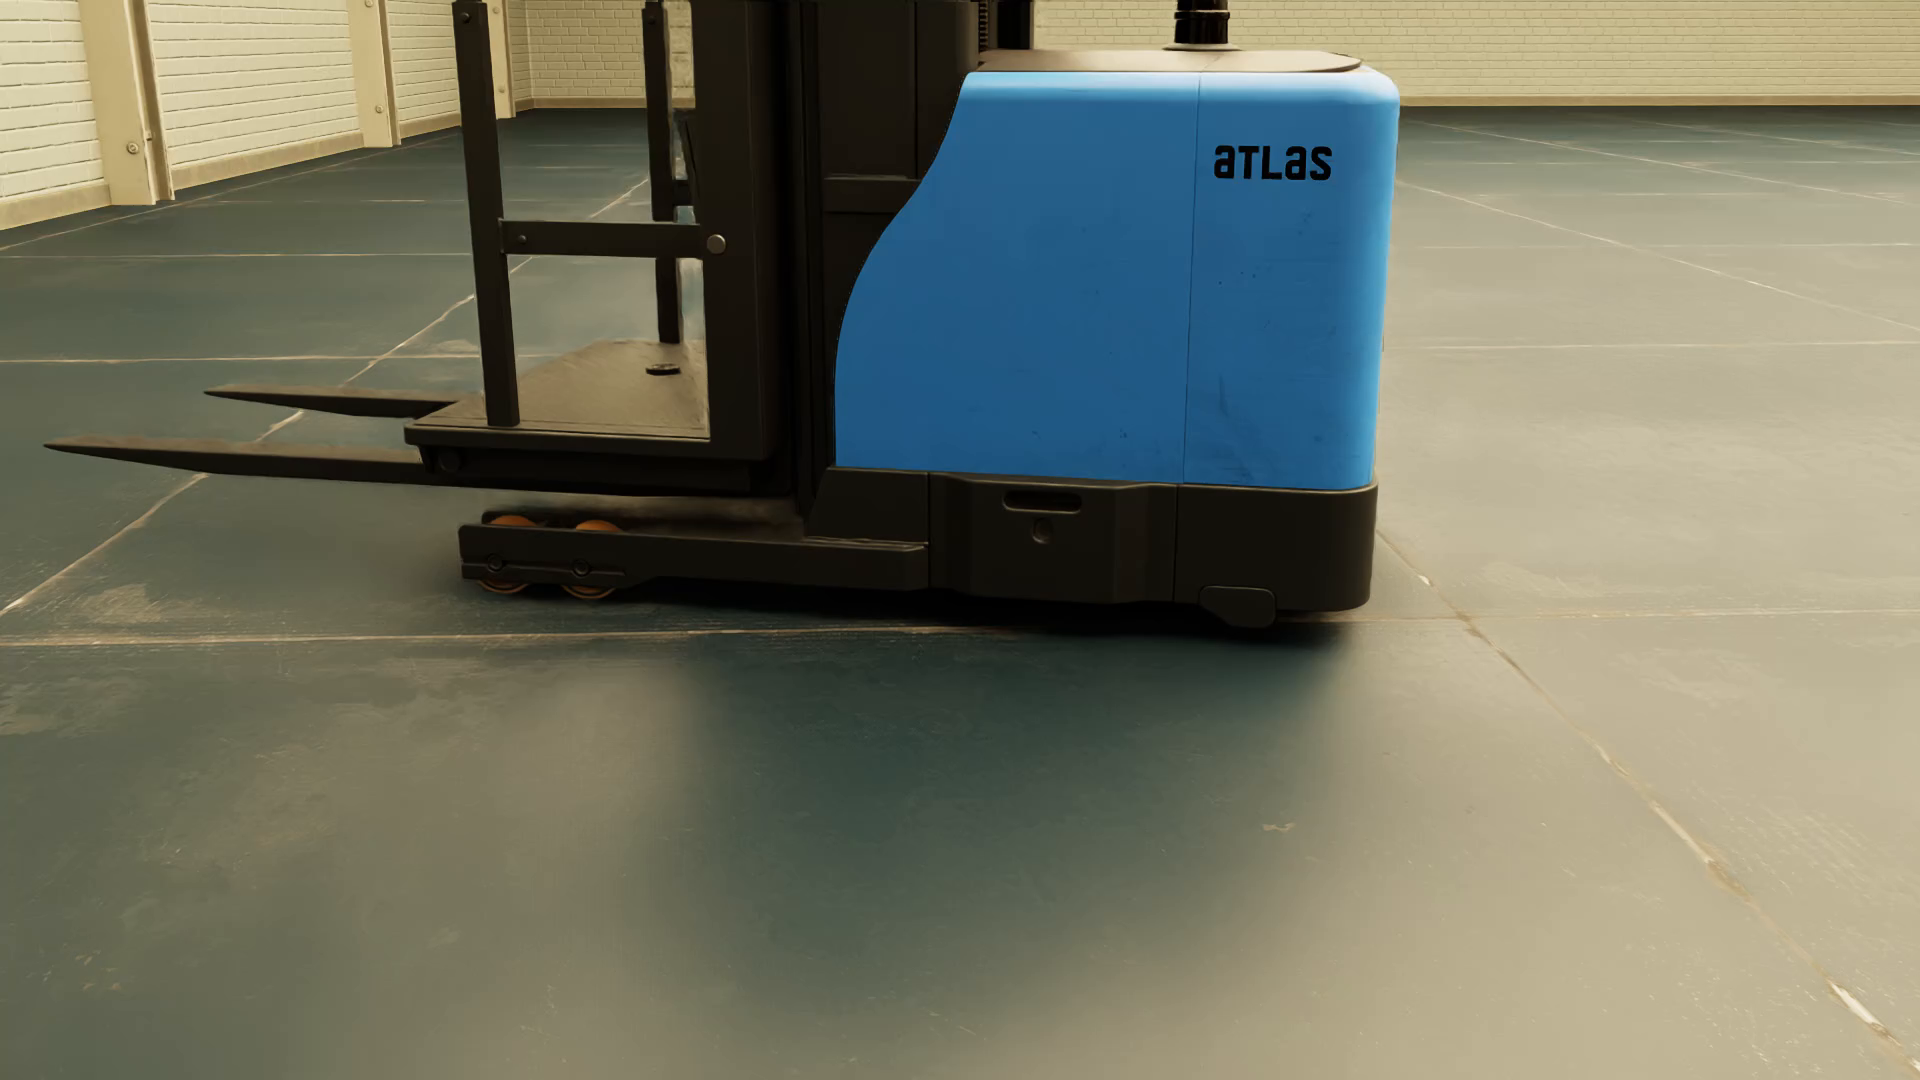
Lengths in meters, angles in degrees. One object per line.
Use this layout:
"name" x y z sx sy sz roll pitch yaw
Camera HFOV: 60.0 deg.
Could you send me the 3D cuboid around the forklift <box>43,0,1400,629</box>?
"forklift" -0.596 -1.423 3.559 3.031 2.935 1.130 3 17 11
